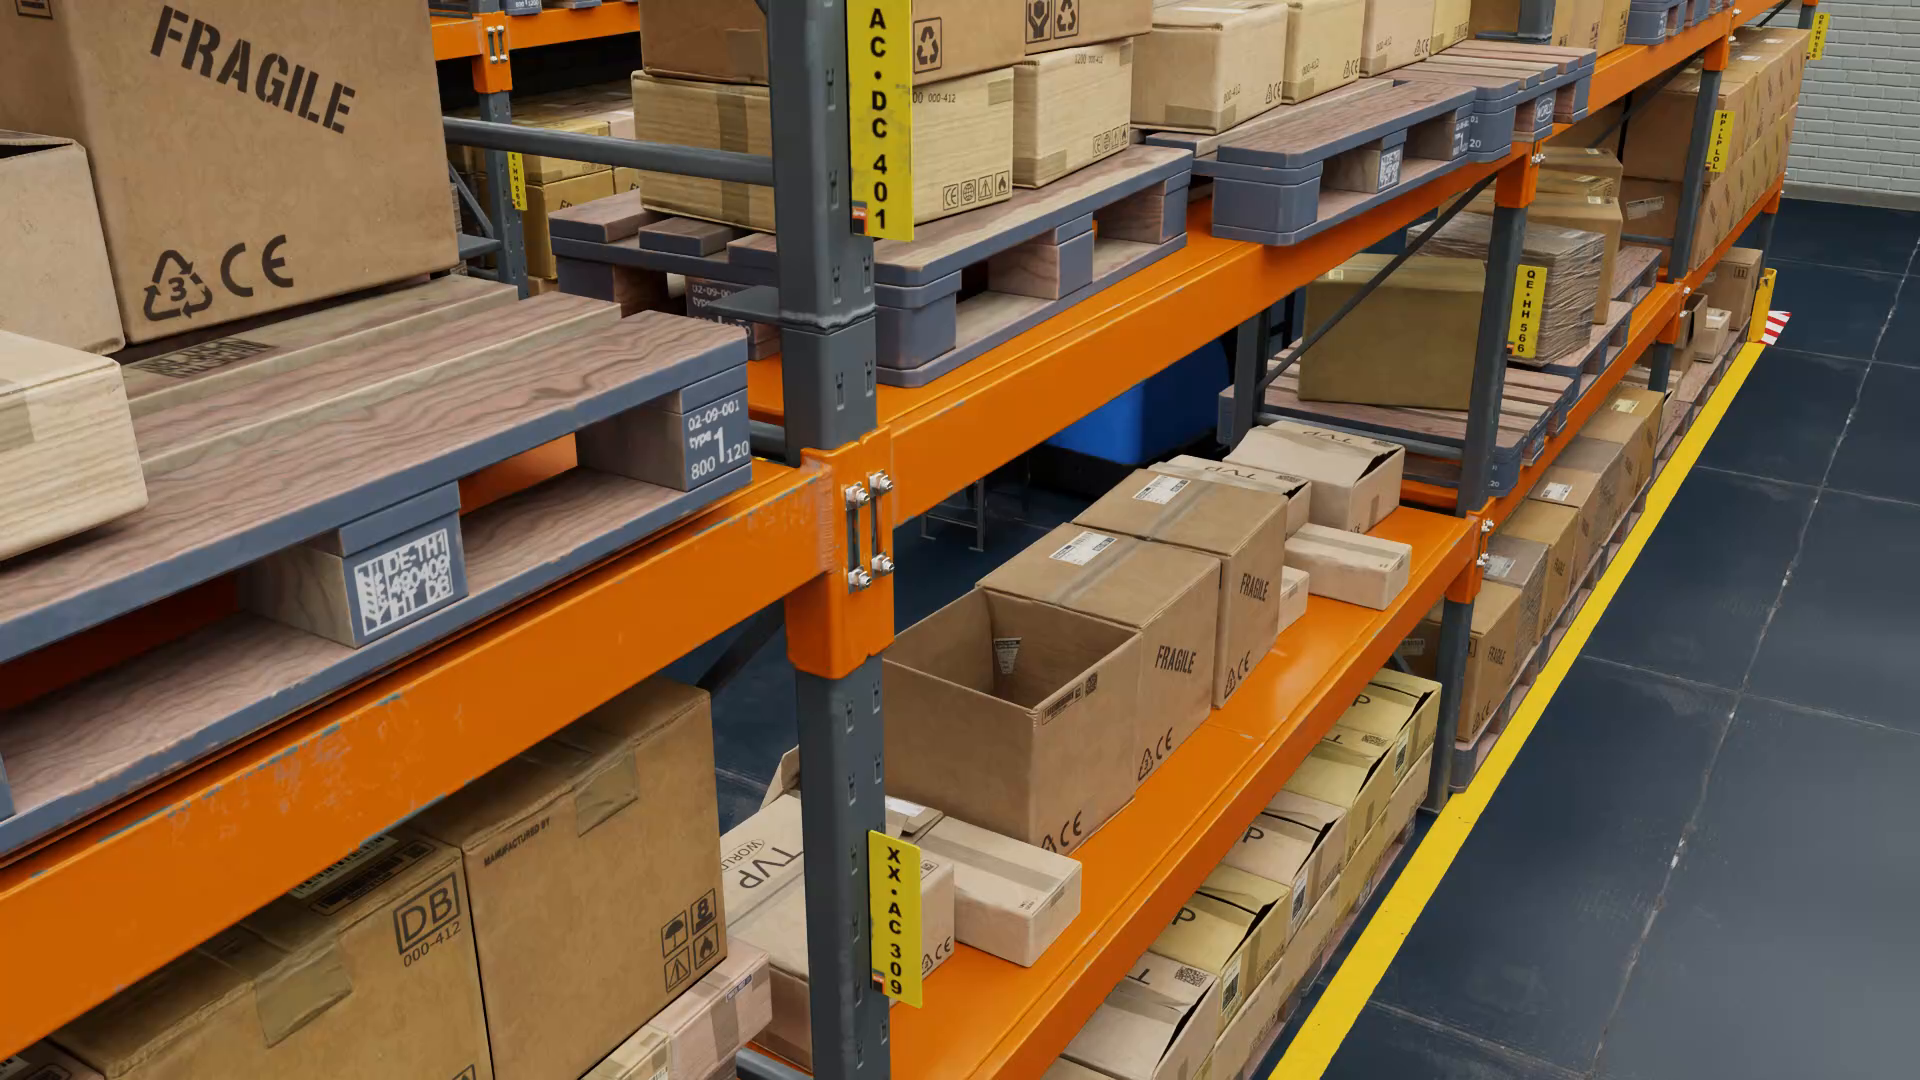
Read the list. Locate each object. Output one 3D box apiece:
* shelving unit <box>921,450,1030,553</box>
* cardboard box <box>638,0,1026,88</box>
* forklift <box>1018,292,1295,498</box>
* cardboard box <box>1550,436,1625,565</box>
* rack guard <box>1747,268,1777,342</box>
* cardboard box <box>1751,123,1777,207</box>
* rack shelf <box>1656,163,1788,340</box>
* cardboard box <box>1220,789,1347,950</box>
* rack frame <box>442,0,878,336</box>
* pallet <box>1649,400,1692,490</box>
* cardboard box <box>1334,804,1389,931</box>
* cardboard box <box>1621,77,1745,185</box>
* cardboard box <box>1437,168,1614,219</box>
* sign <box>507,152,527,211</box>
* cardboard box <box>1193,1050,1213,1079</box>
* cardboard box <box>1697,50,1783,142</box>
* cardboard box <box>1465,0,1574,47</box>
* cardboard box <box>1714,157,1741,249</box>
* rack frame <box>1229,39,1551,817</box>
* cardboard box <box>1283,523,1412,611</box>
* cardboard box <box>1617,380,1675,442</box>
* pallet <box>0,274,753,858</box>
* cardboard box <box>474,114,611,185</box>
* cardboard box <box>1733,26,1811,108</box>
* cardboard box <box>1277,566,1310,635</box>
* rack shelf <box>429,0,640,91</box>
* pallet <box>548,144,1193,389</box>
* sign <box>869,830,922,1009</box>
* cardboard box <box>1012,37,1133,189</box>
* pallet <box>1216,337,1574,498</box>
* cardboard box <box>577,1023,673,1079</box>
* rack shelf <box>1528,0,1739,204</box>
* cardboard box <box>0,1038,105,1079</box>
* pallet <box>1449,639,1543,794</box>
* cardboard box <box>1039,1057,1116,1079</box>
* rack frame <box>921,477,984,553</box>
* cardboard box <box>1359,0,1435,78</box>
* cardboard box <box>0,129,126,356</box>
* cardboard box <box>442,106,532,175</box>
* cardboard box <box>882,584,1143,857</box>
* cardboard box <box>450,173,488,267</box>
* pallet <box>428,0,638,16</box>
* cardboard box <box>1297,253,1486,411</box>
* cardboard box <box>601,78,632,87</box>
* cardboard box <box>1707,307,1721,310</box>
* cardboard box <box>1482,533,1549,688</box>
[{"bbox_3d":[0.087,-1.019,8.962,0.431,2.100,0.503,14,27,29],"label":"shelving unit"},{"bbox_3d":[-0.222,-1.085,2.921,0.500,0.500,0.500,14,27,30],"label":"cardboard box"},{"bbox_3d":[1.527,-2.067,10.336,1.130,2.935,3.031,18,29,35],"label":"forklift"},{"bbox_3d":[3.090,-0.235,8.609,0.500,0.500,0.500,14,27,30],"label":"cardboard box"},{"bbox_3d":[5.709,-1.918,13.051,1.175,0.500,0.348,14,27,29],"label":"rack guard"},{"bbox_3d":[5.206,-2.585,11.321,0.500,0.500,0.500,14,27,29],"label":"cardboard box"},{"bbox_3d":[4.694,-2.086,11.197,1.077,0.370,4.000,14,27,29],"label":"rack shelf"},{"bbox_3d":[0.925,0.996,5.400,0.500,0.311,0.500,14,27,29],"label":"cardboard box"},{"bbox_3d":[-0.580,-1.794,2.066,1.000,3.000,0.127,14,27,29],"label":"rack frame"},{"bbox_3d":[4.003,-0.693,10.584,1.003,0.211,1.213,14,27,29],"label":"pallet"},{"bbox_3d":[1.190,1.082,5.908,0.500,0.250,0.500,14,27,28],"label":"cardboard box"},{"bbox_3d":[4.127,-2.346,9.508,0.500,0.500,0.500,15,27,30],"label":"cardboard box"},{"bbox_3d":[2.891,-1.621,8.564,0.700,0.500,0.500,19,30,37],"label":"cardboard box"},{"bbox_3d":[-2.215,-1.812,8.302,0.100,0.325,0.005,14,27,29],"label":"sign"},{"bbox_3d":[0.384,1.597,4.719,0.500,0.250,0.500,13,27,27],"label":"cardboard box"},{"bbox_3d":[4.942,-2.868,10.714,0.500,0.500,0.500,15,27,31],"label":"cardboard box"},{"bbox_3d":[1.731,-1.967,6.117,0.910,0.500,0.500,14,27,29],"label":"cardboard box"},{"bbox_3d":[4.407,-2.075,10.142,0.500,0.500,0.500,14,27,30],"label":"cardboard box"},{"bbox_3d":[1.529,-0.391,6.377,1.000,3.000,0.127,14,27,29],"label":"rack frame"},{"bbox_3d":[1.290,0.086,5.592,0.380,0.149,0.250,14,27,29],"label":"cardboard box"},{"bbox_3d":[4.045,-0.805,10.165,0.500,0.311,0.500,14,27,29],"label":"cardboard box"},{"bbox_3d":[-1.008,-0.083,2.002,1.003,0.211,1.213,14,27,29],"label":"pallet"},{"bbox_3d":[-2.207,-2.072,8.791,0.500,0.250,0.500,15,27,30],"label":"cardboard box"},{"bbox_3d":[5.748,-3.388,11.915,0.500,0.500,0.500,14,27,29],"label":"cardboard box"},{"bbox_3d":[0.905,0.167,5.405,0.380,0.149,0.250,16,28,33],"label":"cardboard box"},{"bbox_3d":[-1.626,-3.149,9.878,1.077,0.370,4.000,14,27,29],"label":"rack shelf"},{"bbox_3d":[-0.126,-0.630,3.394,0.805,0.209,1.217,13,26,27],"label":"pallet"},{"bbox_3d":[-0.108,0.642,2.803,0.100,0.325,0.005,14,27,29],"label":"sign"},{"bbox_3d":[0.040,-0.933,3.514,0.500,0.250,0.500,11,26,24],"label":"cardboard box"},{"bbox_3d":[1.827,-0.546,6.977,1.213,0.211,1.003,14,27,29],"label":"pallet"},{"bbox_3d":[-0.674,0.836,2.602,0.380,0.149,0.250,13,27,28],"label":"cardboard box"},{"bbox_3d":[2.584,-2.112,7.483,1.077,0.370,4.000,14,27,29],"label":"rack shelf"},{"bbox_3d":[-1.339,0.809,1.847,0.700,0.500,0.500,14,27,29],"label":"cardboard box"},{"bbox_3d":[1.955,0.645,7.495,1.003,0.211,1.213,14,27,29],"label":"pallet"},{"bbox_3d":[0.118,1.516,4.199,0.500,0.311,0.500,14,27,28],"label":"cardboard box"},{"bbox_3d":[-0.041,-0.937,8.772,0.400,2.100,0.015,14,27,29],"label":"rack frame"},{"bbox_3d":[1.077,-1.545,4.929,0.500,0.250,0.500,15,27,30],"label":"cardboard box"},{"bbox_3d":[-1.355,-0.336,1.883,0.500,0.311,0.500,12,26,26],"label":"cardboard box"},{"bbox_3d":[-2.662,-2.171,9.019,0.500,0.250,0.500,15,27,30],"label":"cardboard box"},{"bbox_3d":[0.116,0.480,4.240,0.500,0.500,0.500,16,28,33],"label":"cardboard box"},{"bbox_3d":[-2.656,-1.834,9.185,0.500,0.500,0.500,14,27,29],"label":"cardboard box"},{"bbox_3d":[-2.386,-2.946,8.741,1.213,0.211,1.003,15,28,31],"label":"pallet"},{"bbox_3d":[1.766,-0.865,6.819,0.700,0.500,0.500,5,24,11],"label":"cardboard box"},{"bbox_3d":[-1.844,-2.689,10.217,0.500,0.250,0.500,13,27,28],"label":"cardboard box"},{"bbox_3d":[5.382,-1.639,12.274,0.380,0.166,0.250,14,27,29],"label":"cardboard box"},{"bbox_3d":[2.284,0.283,7.413,0.500,0.500,0.500,13,27,27],"label":"cardboard box"}]
